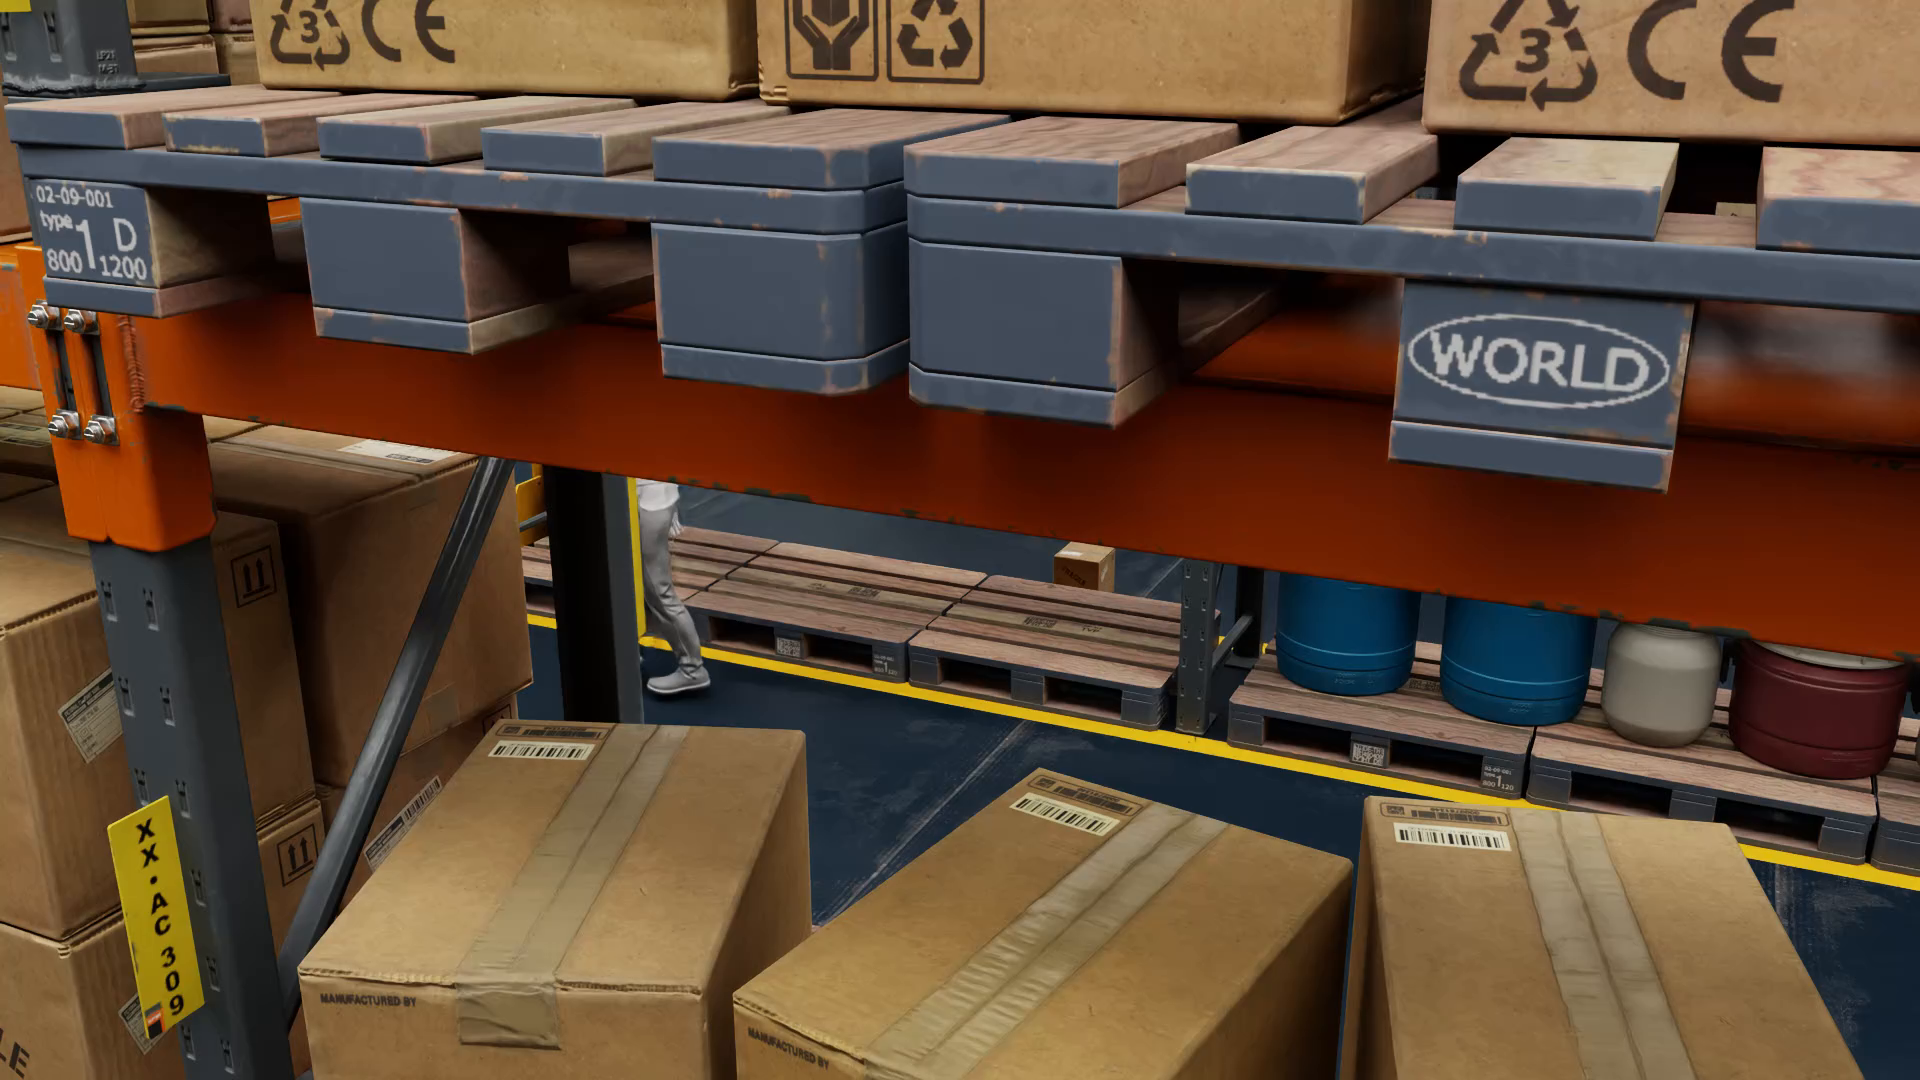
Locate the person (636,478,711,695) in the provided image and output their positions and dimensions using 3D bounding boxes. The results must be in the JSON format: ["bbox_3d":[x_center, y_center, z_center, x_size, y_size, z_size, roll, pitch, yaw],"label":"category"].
[{"bbox_3d":[-1.424,-0.084,7.312,0.590,1.745,0.496,1,19,3],"label":"person"}]
